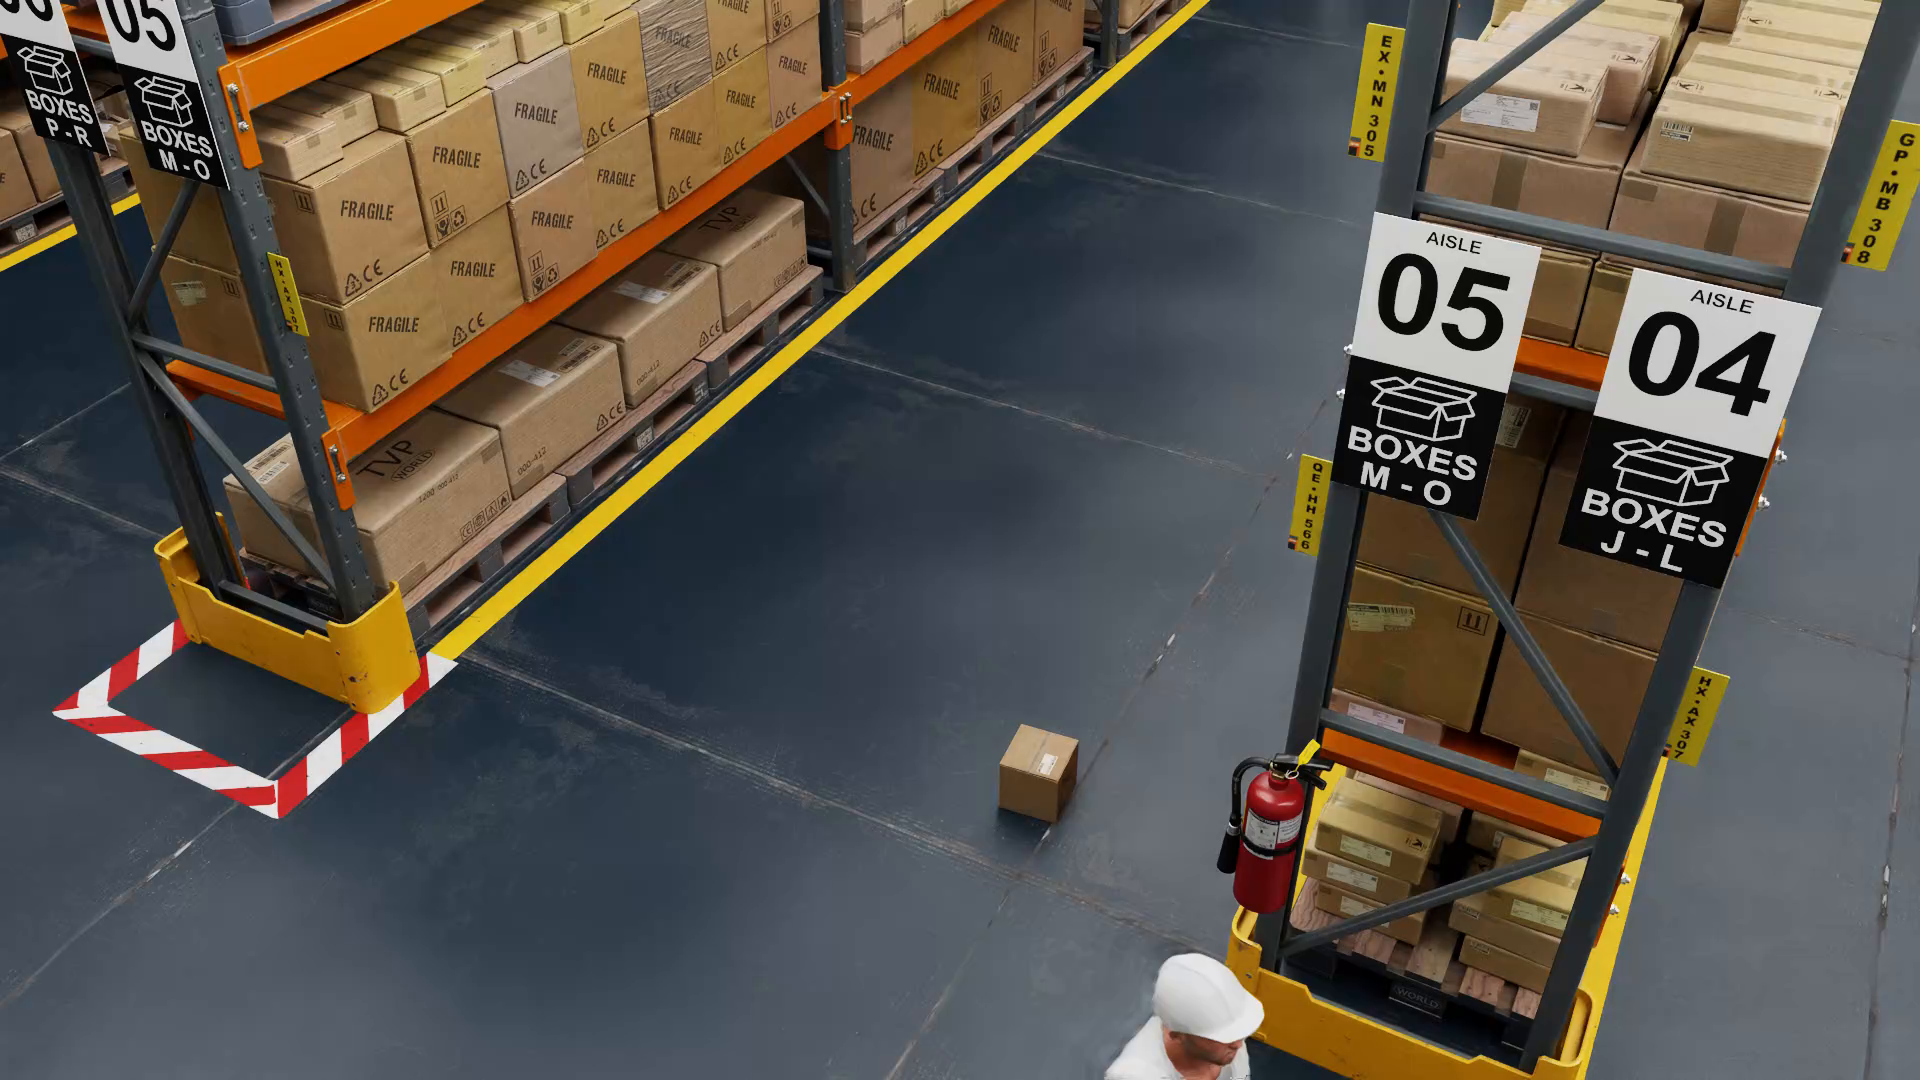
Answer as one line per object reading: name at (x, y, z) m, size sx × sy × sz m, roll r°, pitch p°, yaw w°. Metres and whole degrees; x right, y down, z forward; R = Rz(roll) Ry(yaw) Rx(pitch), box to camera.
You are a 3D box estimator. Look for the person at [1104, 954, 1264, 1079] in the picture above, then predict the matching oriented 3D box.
person at (0.573, 1.719, 4.511) m, size 0.615 × 1.837 × 0.657 m, roll 24°, pitch 44°, yaw 28°
